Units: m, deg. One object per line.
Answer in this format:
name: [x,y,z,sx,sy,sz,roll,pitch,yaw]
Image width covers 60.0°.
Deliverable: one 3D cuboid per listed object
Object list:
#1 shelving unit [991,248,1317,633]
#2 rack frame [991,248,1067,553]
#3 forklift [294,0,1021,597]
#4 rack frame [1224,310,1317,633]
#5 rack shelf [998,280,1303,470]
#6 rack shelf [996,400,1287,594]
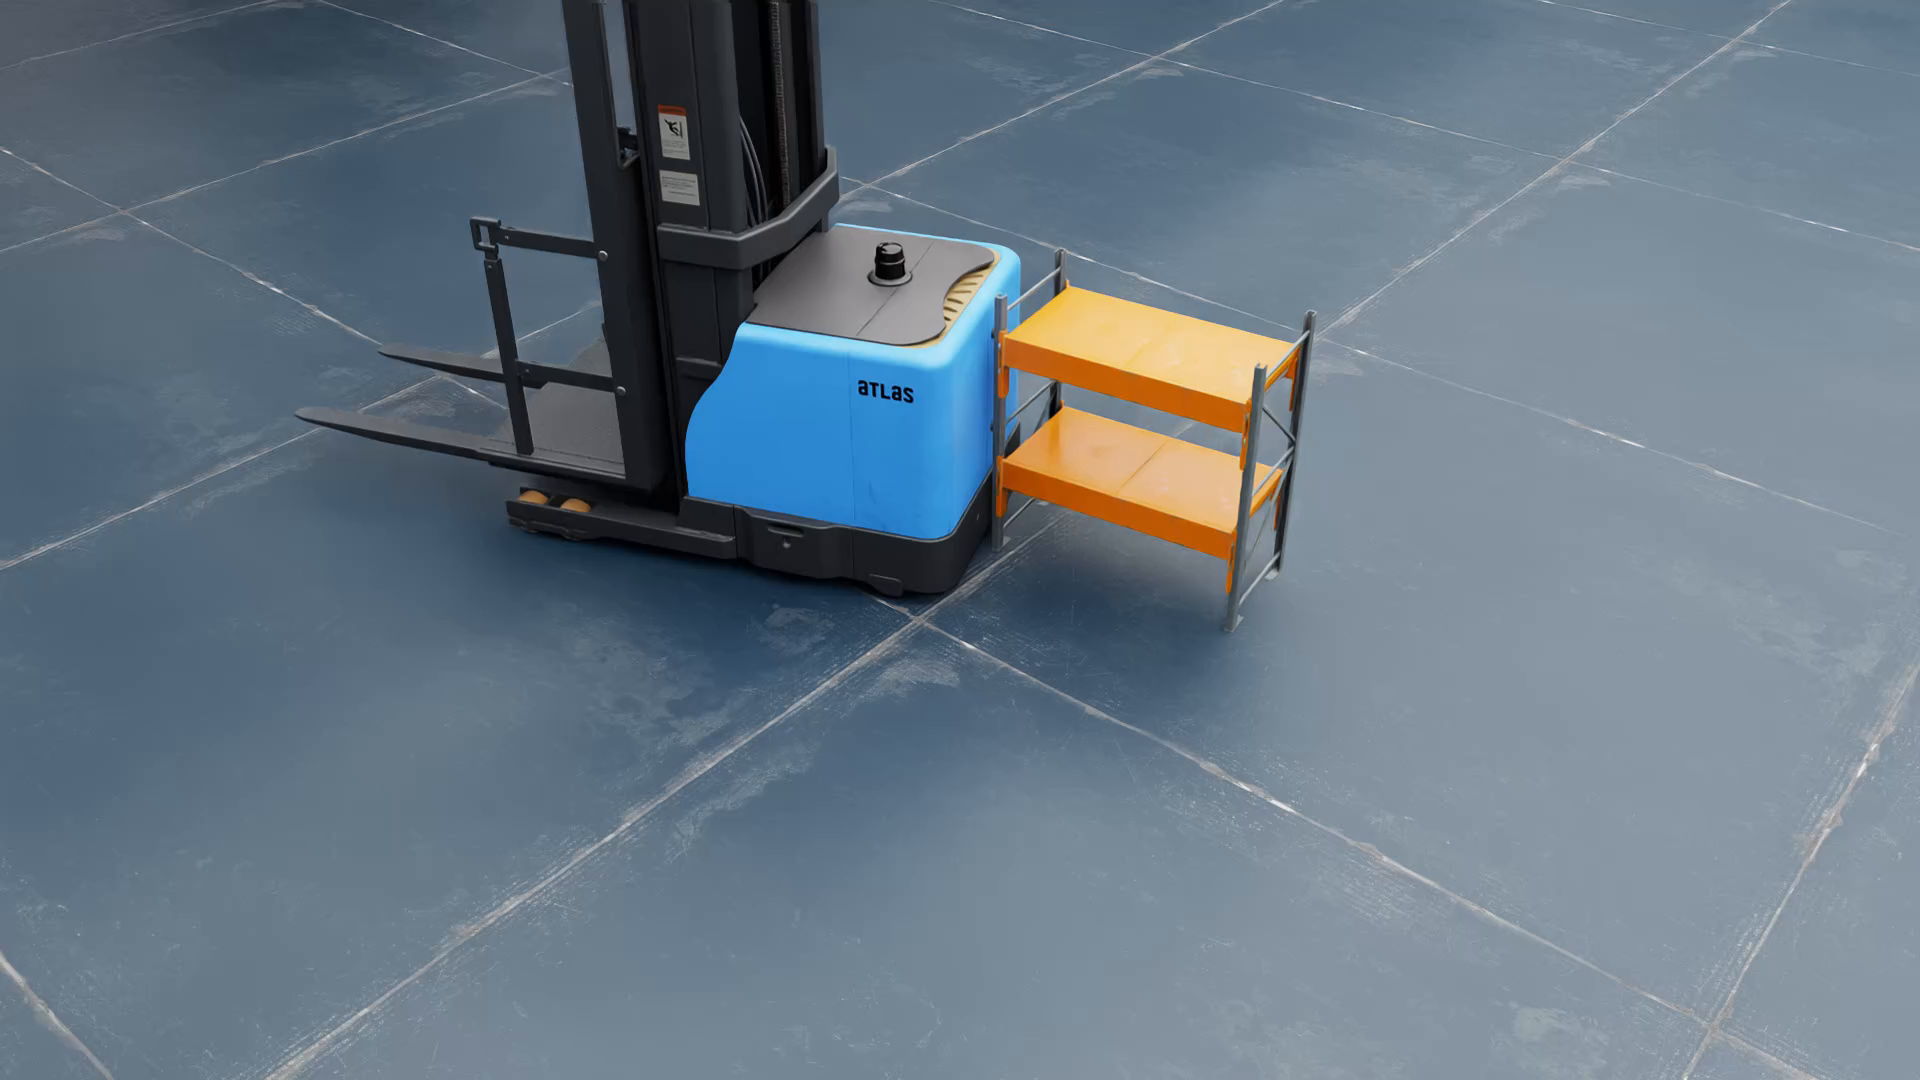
shelving unit: [0.703,-0.388,6.321,1.048,1.125,0.538,19,39,25]
rack frame: [0.268,-0.537,6.539,0.032,1.125,0.500,19,39,25]
forklift: [-1.323,-1.478,6.312,3.031,2.935,1.130,10,36,15]
rack frame: [1.137,-0.238,6.103,0.032,1.125,0.500,19,39,25]
rack shelf: [0.703,-0.629,6.155,1.000,0.278,0.538,19,39,25]
rack shelf: [0.703,-0.186,6.459,1.000,0.278,0.538,19,39,25]
